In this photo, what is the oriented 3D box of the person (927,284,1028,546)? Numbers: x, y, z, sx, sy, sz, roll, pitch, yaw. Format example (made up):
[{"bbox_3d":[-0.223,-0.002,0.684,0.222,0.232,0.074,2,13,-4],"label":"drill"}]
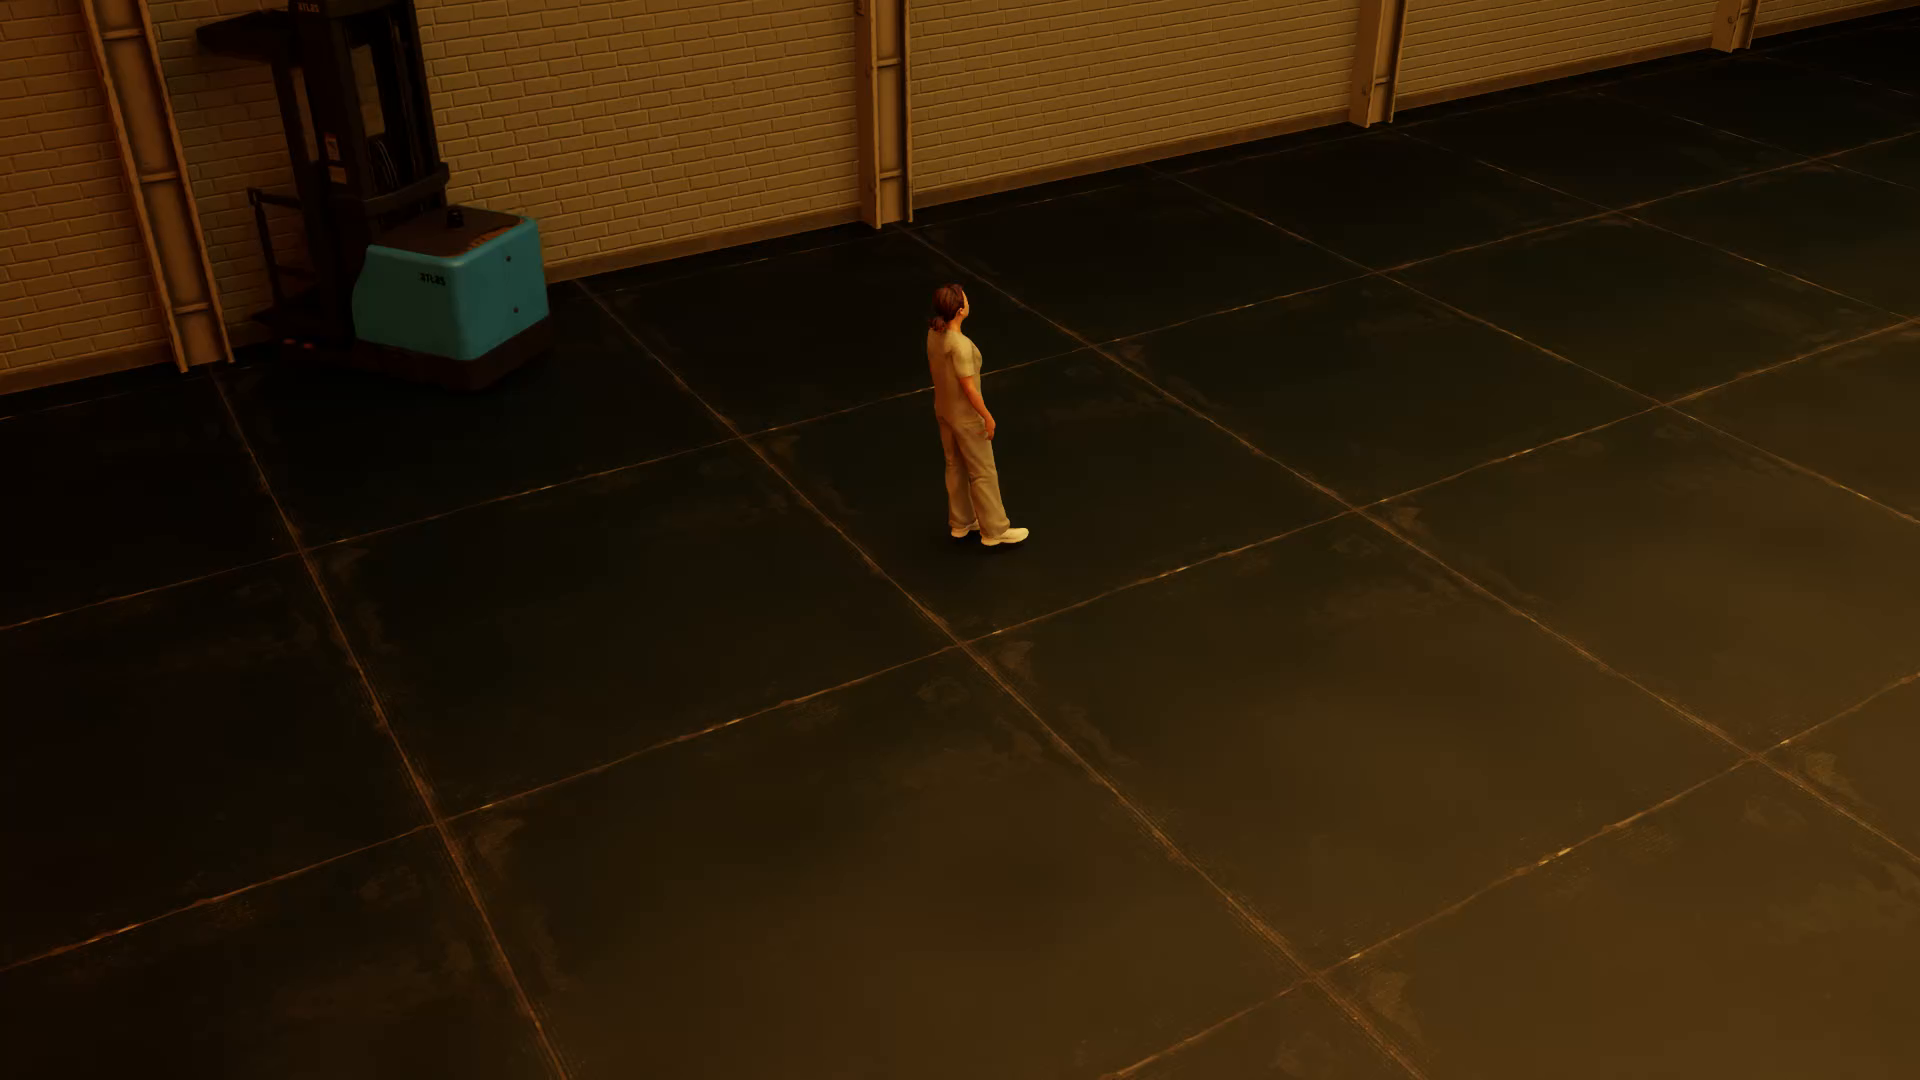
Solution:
[{"bbox_3d":[0.070,-0.773,10.068,0.547,1.673,0.549,-17,35,-26],"label":"person"}]

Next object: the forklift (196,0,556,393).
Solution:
[{"bbox_3d":[-4.706,-2.830,12.374,3.031,2.935,1.130,13,33,20],"label":"forklift"}]
